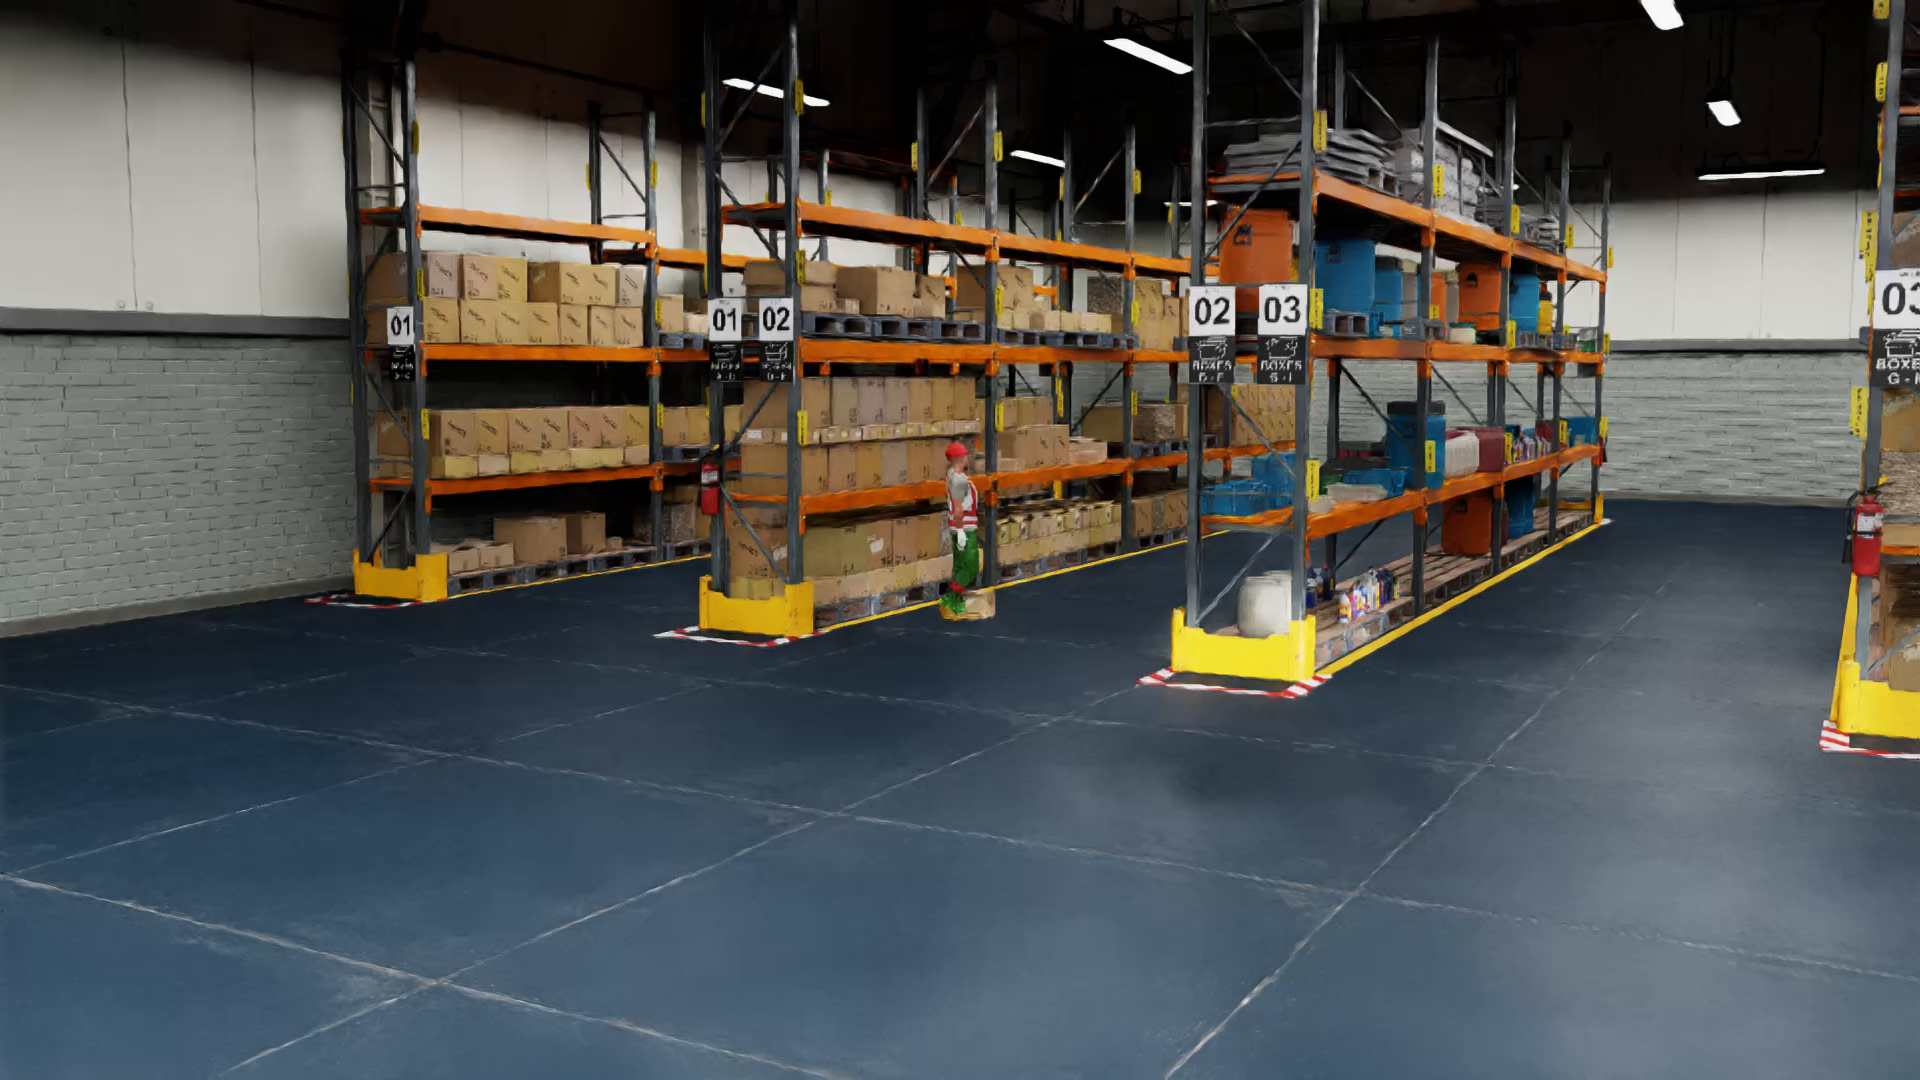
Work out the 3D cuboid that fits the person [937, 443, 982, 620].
[{"bbox_3d":[-0.004,-0.071,16.641,0.456,1.773,0.598,0,6,-4],"label":"person"}]
